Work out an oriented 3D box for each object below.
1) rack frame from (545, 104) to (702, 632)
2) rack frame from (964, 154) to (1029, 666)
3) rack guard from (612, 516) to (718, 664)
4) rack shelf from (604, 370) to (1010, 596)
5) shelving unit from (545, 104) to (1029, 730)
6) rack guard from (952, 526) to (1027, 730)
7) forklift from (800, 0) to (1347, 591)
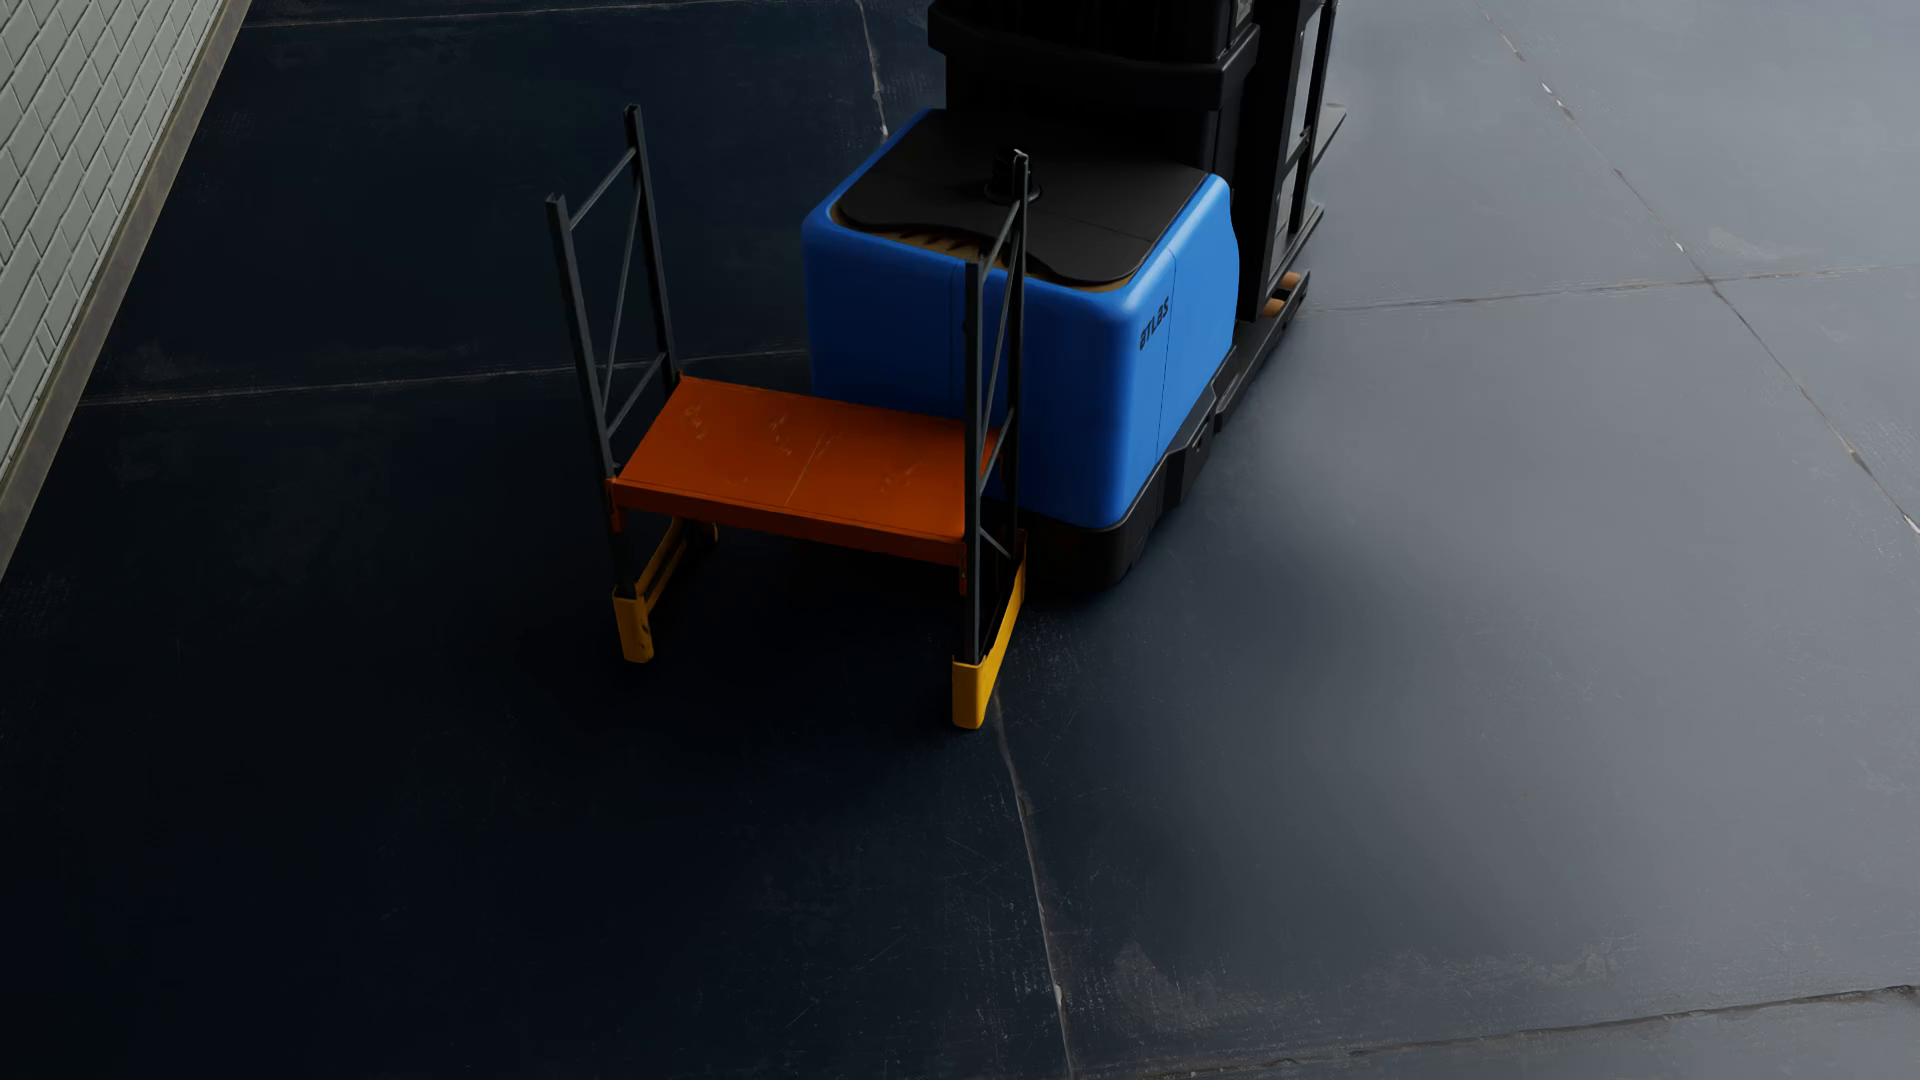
[{"bbox_3d":[-0.894,-0.393,4.566,0.032,1.500,0.500,10,43,11],"label":"rack frame"},{"bbox_3d":[0.089,-0.219,4.373,0.032,1.500,0.500,10,43,11],"label":"rack frame"},{"bbox_3d":[-0.875,0.074,4.981,0.087,0.250,0.587,10,43,11],"label":"rack guard"},{"bbox_3d":[-0.402,-0.173,4.590,1.000,0.185,0.538,10,43,11],"label":"rack shelf"},{"bbox_3d":[-0.393,-0.305,4.468,1.083,1.500,0.587,10,43,11],"label":"shelving unit"},{"bbox_3d":[0.088,0.245,4.792,0.087,0.250,0.587,10,43,11],"label":"rack guard"},{"bbox_3d":[0.638,-1.921,5.191,1.130,2.935,3.031,18,45,19],"label":"forklift"}]
